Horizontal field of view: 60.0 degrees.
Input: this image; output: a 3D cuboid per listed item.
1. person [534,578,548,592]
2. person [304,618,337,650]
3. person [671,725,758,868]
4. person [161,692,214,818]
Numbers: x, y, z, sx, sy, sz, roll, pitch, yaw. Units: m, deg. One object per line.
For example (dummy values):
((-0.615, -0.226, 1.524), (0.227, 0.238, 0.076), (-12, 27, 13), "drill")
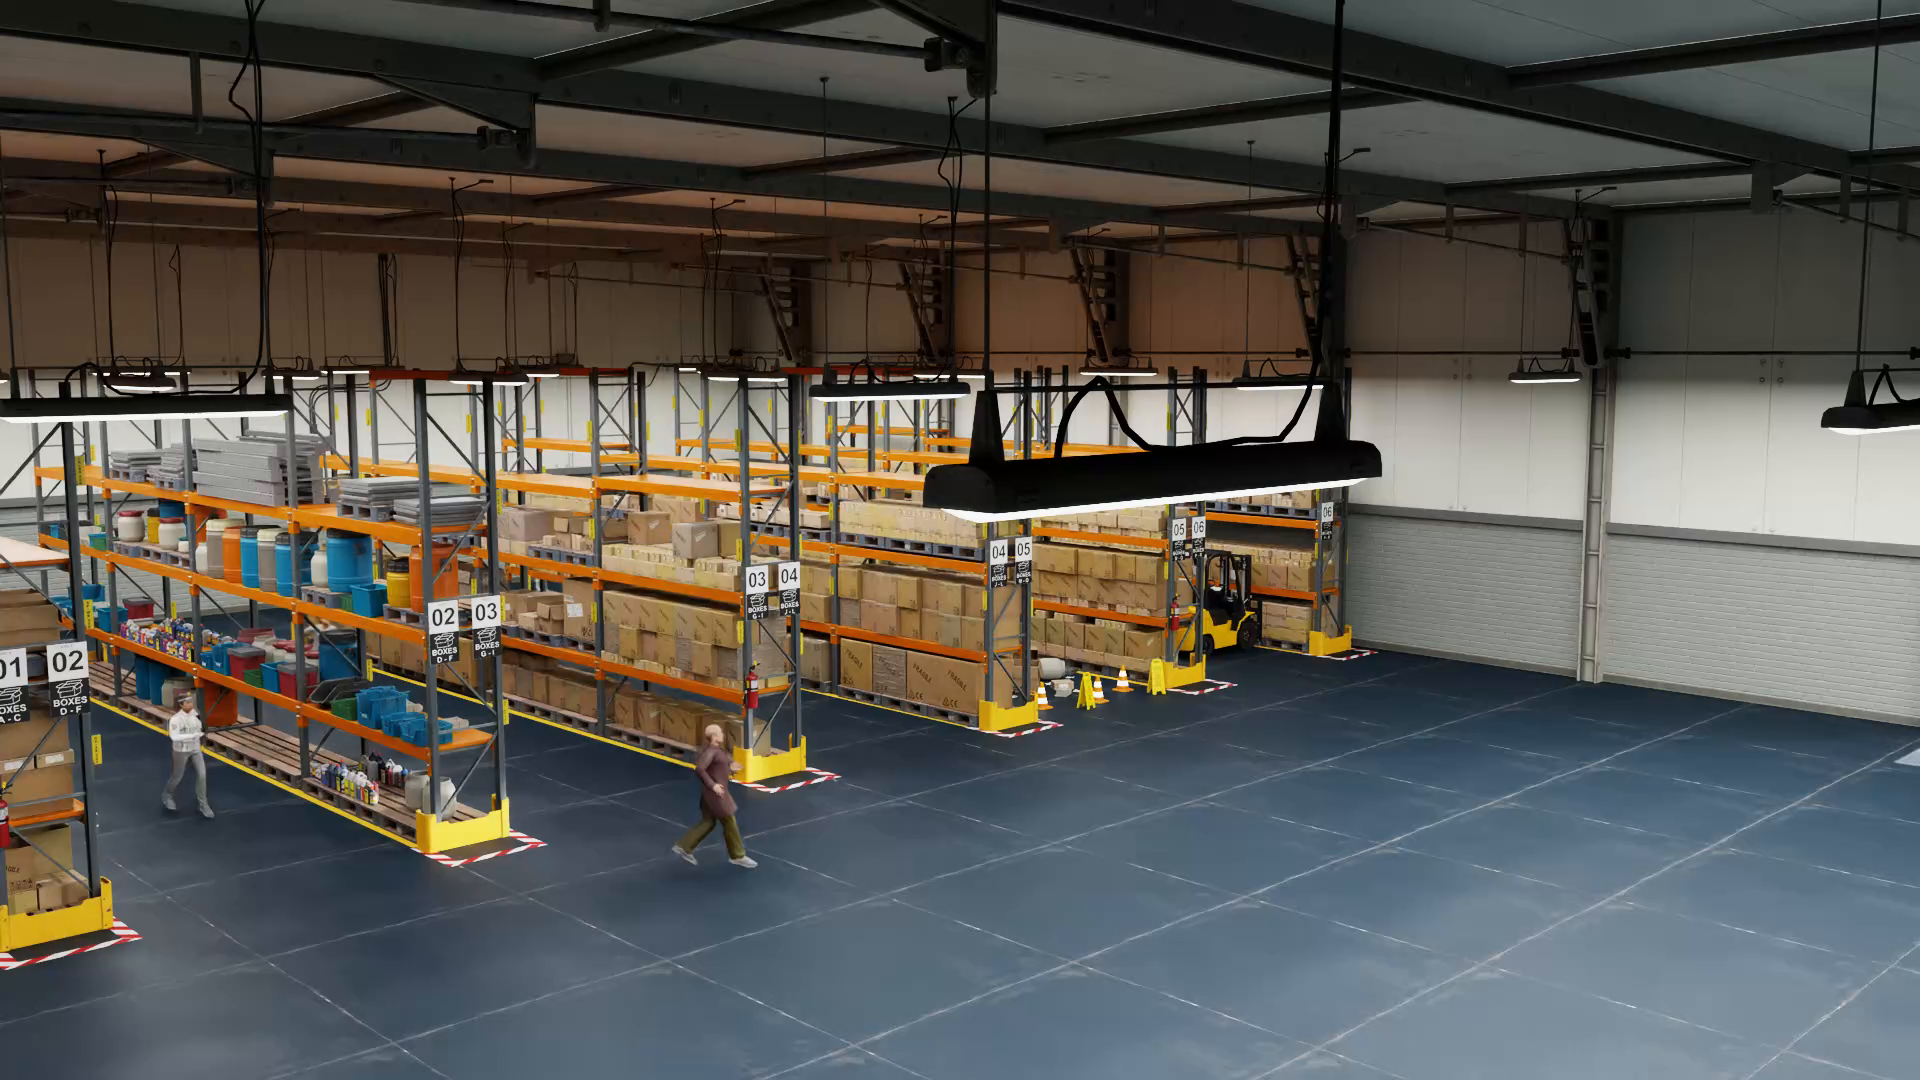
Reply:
((-10.734, 0.677, 42.265), (0.620, 1.841, 0.832), (2, 7, 14), "person")
((-11.589, 2.099, 30.240), (0.732, 1.615, 0.599), (6, 9, 41), "person")
((-3.012, 3.144, 20.328), (1.047, 1.802, 0.704), (-2, 7, -19), "person")
((-10.605, 2.910, 22.742), (0.883, 1.720, 0.573), (3, 7, 27), "person")
